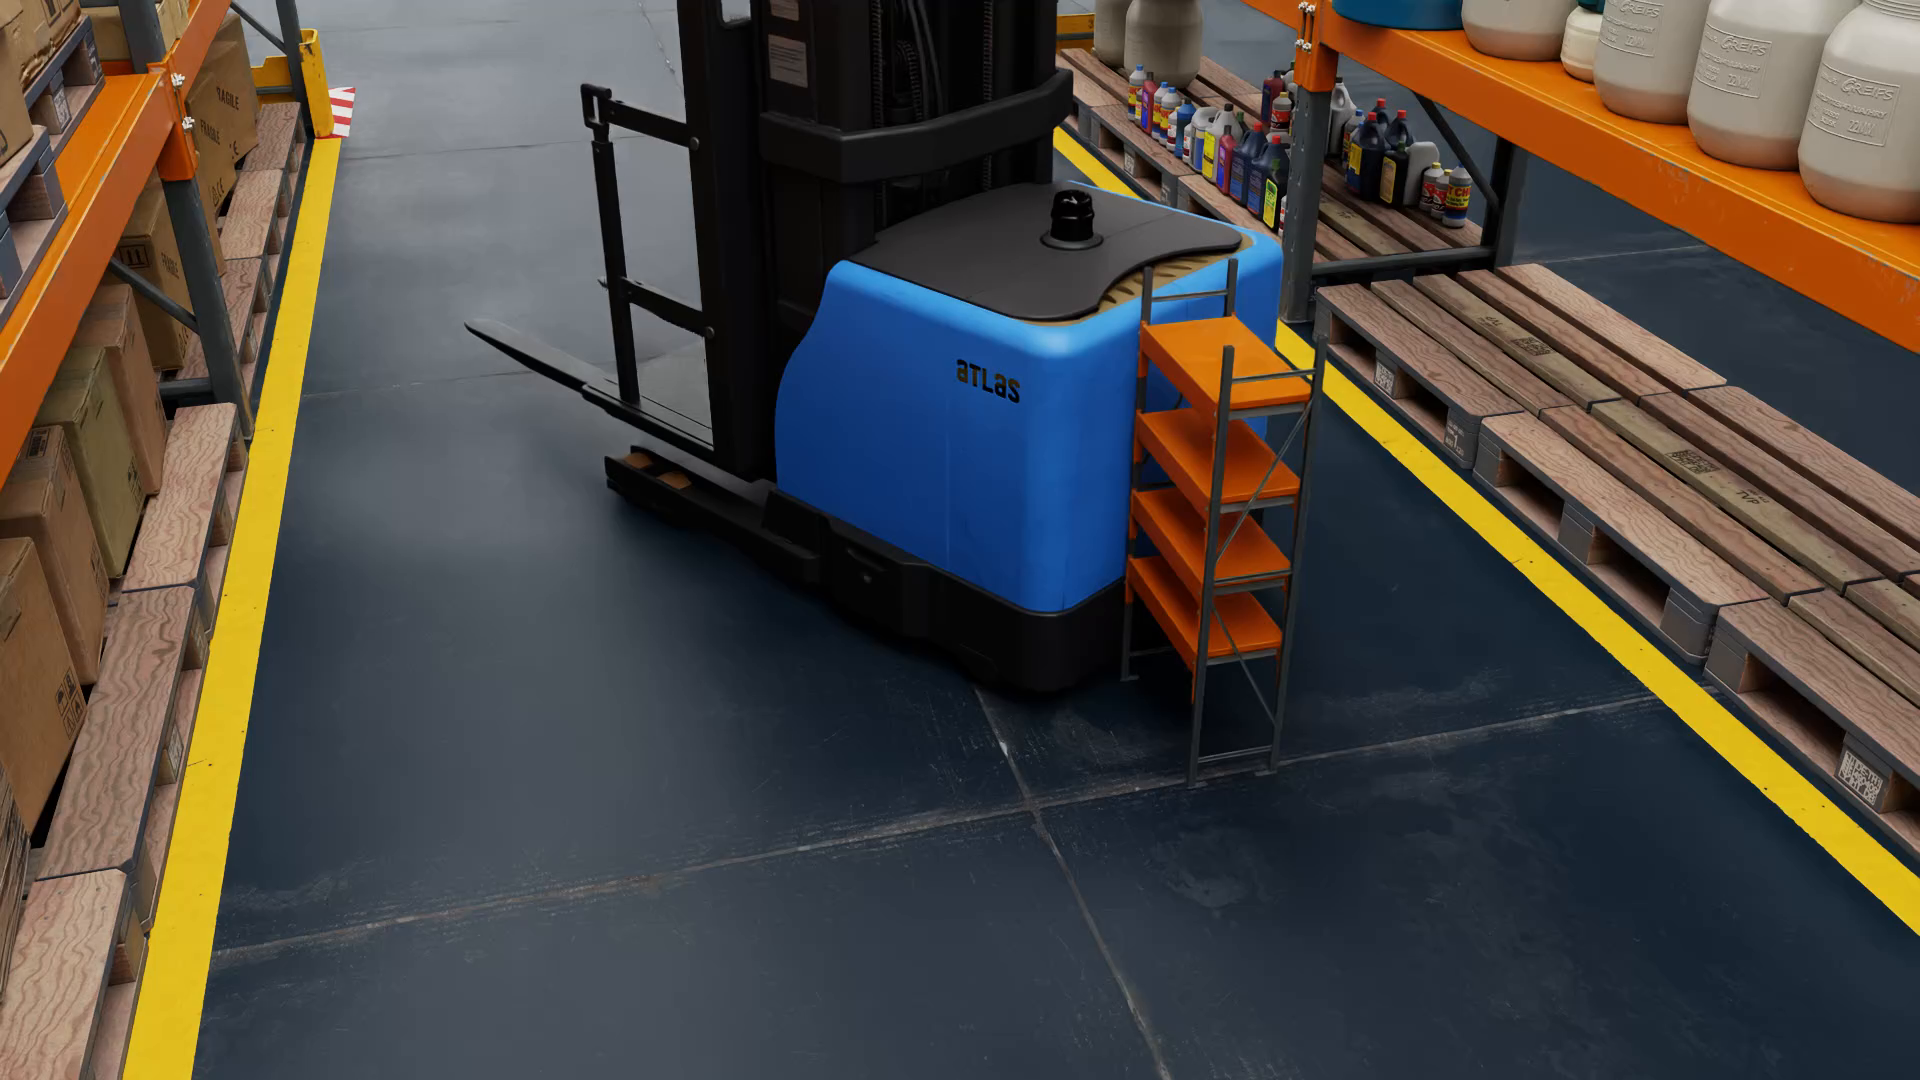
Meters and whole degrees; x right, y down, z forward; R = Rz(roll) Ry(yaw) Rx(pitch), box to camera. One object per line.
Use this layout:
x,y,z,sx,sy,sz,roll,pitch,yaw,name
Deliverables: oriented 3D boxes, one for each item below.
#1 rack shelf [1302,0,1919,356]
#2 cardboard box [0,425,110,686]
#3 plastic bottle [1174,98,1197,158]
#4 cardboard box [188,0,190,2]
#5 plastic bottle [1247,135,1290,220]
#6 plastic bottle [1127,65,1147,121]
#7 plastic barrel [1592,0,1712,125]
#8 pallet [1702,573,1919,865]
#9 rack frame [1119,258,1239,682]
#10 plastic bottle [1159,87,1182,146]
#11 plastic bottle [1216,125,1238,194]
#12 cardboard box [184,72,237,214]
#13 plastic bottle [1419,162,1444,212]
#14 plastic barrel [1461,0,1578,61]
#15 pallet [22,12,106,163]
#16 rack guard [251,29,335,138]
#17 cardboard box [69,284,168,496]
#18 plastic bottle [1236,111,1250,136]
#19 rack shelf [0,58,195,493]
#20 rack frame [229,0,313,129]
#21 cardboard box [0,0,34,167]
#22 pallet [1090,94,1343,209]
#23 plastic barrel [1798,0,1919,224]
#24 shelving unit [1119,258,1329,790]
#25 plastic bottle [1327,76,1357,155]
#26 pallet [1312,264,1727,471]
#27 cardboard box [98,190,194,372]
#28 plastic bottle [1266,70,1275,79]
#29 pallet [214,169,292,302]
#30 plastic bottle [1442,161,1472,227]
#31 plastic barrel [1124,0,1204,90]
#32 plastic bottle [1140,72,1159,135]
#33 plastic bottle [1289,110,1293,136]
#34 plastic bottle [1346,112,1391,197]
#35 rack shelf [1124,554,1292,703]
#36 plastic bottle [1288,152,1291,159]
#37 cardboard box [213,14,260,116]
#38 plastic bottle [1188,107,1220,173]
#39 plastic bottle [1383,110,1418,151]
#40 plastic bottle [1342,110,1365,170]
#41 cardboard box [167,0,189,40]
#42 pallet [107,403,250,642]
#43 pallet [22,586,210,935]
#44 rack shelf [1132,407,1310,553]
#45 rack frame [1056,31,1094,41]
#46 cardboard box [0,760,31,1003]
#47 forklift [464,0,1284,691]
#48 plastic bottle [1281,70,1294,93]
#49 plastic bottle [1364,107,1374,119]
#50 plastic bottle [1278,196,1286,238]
2.322,-0.985,4.675,1.077,0.370,4.000,-8,31,-13,rack shelf
-2.584,0.091,4.155,0.700,0.500,0.500,-11,32,-18,cardboard box
1.082,-1.975,7.951,0.097,0.271,0.097,0,30,0,plastic bottle
-2.973,-1.997,5.957,0.380,0.149,0.250,-8,31,-13,cardboard box
1.343,-1.579,7.188,0.144,0.351,0.185,-9,31,-15,plastic bottle
0.911,-2.286,8.490,0.097,0.271,0.097,0,30,0,plastic bottle
2.029,-1.475,4.669,0.433,0.535,0.433,0,30,0,plastic barrel
2.685,0.498,4.180,1.003,0.211,1.213,-8,31,-13,pallet
0.557,-0.147,4.307,0.240,1.200,0.015,-8,31,-13,rack frame
1.028,-2.072,8.121,0.097,0.271,0.097,0,30,0,plastic bottle
1.208,-1.715,7.491,0.061,0.283,0.133,-6,31,-10,plastic bottle
-3.556,-1.742,7.342,0.500,0.500,0.500,-5,30,-9,cardboard box
2.076,-1.552,7.291,0.097,0.201,0.097,0,30,0,plastic bottle
1.834,-1.829,5.281,0.433,0.535,0.433,0,30,0,plastic barrel
-2.921,-1.132,4.403,1.003,0.211,1.213,-8,31,-13,pallet
-4.025,-2.417,8.926,1.175,0.500,0.348,-8,31,-13,rack guard
-2.842,-0.412,5.024,0.700,0.500,0.500,-10,32,-17,cardboard box
1.298,-1.824,7.680,0.061,0.283,0.133,-8,31,-13,plastic bottle
-2.453,-0.326,3.537,1.077,0.370,4.000,-8,31,-13,rack shelf
-4.046,-3.535,8.363,1.000,3.000,0.127,-8,31,-13,rack frame
-2.435,-1.005,3.469,0.797,0.503,0.637,-5,30,-8,cardboard box
1.326,-1.975,8.452,1.003,0.211,1.213,-8,31,-13,pallet
2.262,-1.050,3.959,0.421,0.512,0.421,0,30,0,plastic barrel
0.621,-0.029,4.103,0.258,1.200,0.503,-8,31,-13,shelving unit
1.814,-2.047,7.998,0.144,0.351,0.185,-8,31,-14,plastic bottle
2.037,-0.681,6.216,1.003,0.211,1.213,-8,31,-13,pallet
-3.051,-0.902,5.890,0.500,0.500,0.500,-9,31,-15,cardboard box
1.640,-2.344,8.660,0.097,0.201,0.097,0,30,0,plastic bottle
-3.524,-1.306,7.296,1.003,0.211,1.213,-8,31,-13,pallet
2.130,-1.484,7.103,0.097,0.271,0.097,0,30,0,plastic bottle
1.111,-2.749,9.069,0.421,0.512,0.421,0,30,0,plastic barrel
0.953,-2.180,8.294,0.061,0.283,0.133,-7,31,-12,plastic bottle
1.660,-2.035,8.126,0.097,0.201,0.097,0,30,0,plastic bottle
1.838,-1.732,7.453,0.144,0.351,0.185,-8,31,-13,plastic bottle
0.621,0.201,4.236,0.258,0.148,0.480,-8,31,-13,rack shelf
1.482,-1.598,7.221,0.144,0.351,0.185,-8,31,-13,plastic bottle
-3.896,-2.331,8.360,0.500,0.500,0.500,-2,30,-4,cardboard box
1.167,-1.874,7.773,0.152,0.276,0.135,-7,31,-12,plastic bottle
1.977,-1.751,7.486,0.144,0.351,0.185,-7,31,-12,plastic bottle
1.852,-1.874,7.777,0.097,0.271,0.097,0,30,0,plastic bottle
-2.805,-1.761,5.549,0.380,0.149,0.250,-8,31,-13,cardboard box
-2.776,-0.021,5.075,1.003,0.211,1.213,-8,31,-13,pallet
-2.448,0.570,4.055,1.003,0.211,1.213,-8,31,-13,pallet
0.621,-0.165,4.025,0.258,0.148,0.480,-8,31,-13,rack shelf
0.730,-4.194,9.501,1.000,3.000,0.127,-8,31,-13,rack frame
-2.279,0.633,3.218,0.700,0.500,0.500,-10,32,-17,cardboard box
-0.519,-1.491,4.900,3.031,2.935,1.130,25,38,36,forklift
1.680,-2.251,8.425,0.152,0.276,0.135,-8,31,-13,plastic bottle
1.924,-1.898,7.807,0.061,0.283,0.133,-6,31,-11,plastic bottle
1.395,-1.375,6.985,0.097,0.201,0.097,0,30,0,plastic bottle
